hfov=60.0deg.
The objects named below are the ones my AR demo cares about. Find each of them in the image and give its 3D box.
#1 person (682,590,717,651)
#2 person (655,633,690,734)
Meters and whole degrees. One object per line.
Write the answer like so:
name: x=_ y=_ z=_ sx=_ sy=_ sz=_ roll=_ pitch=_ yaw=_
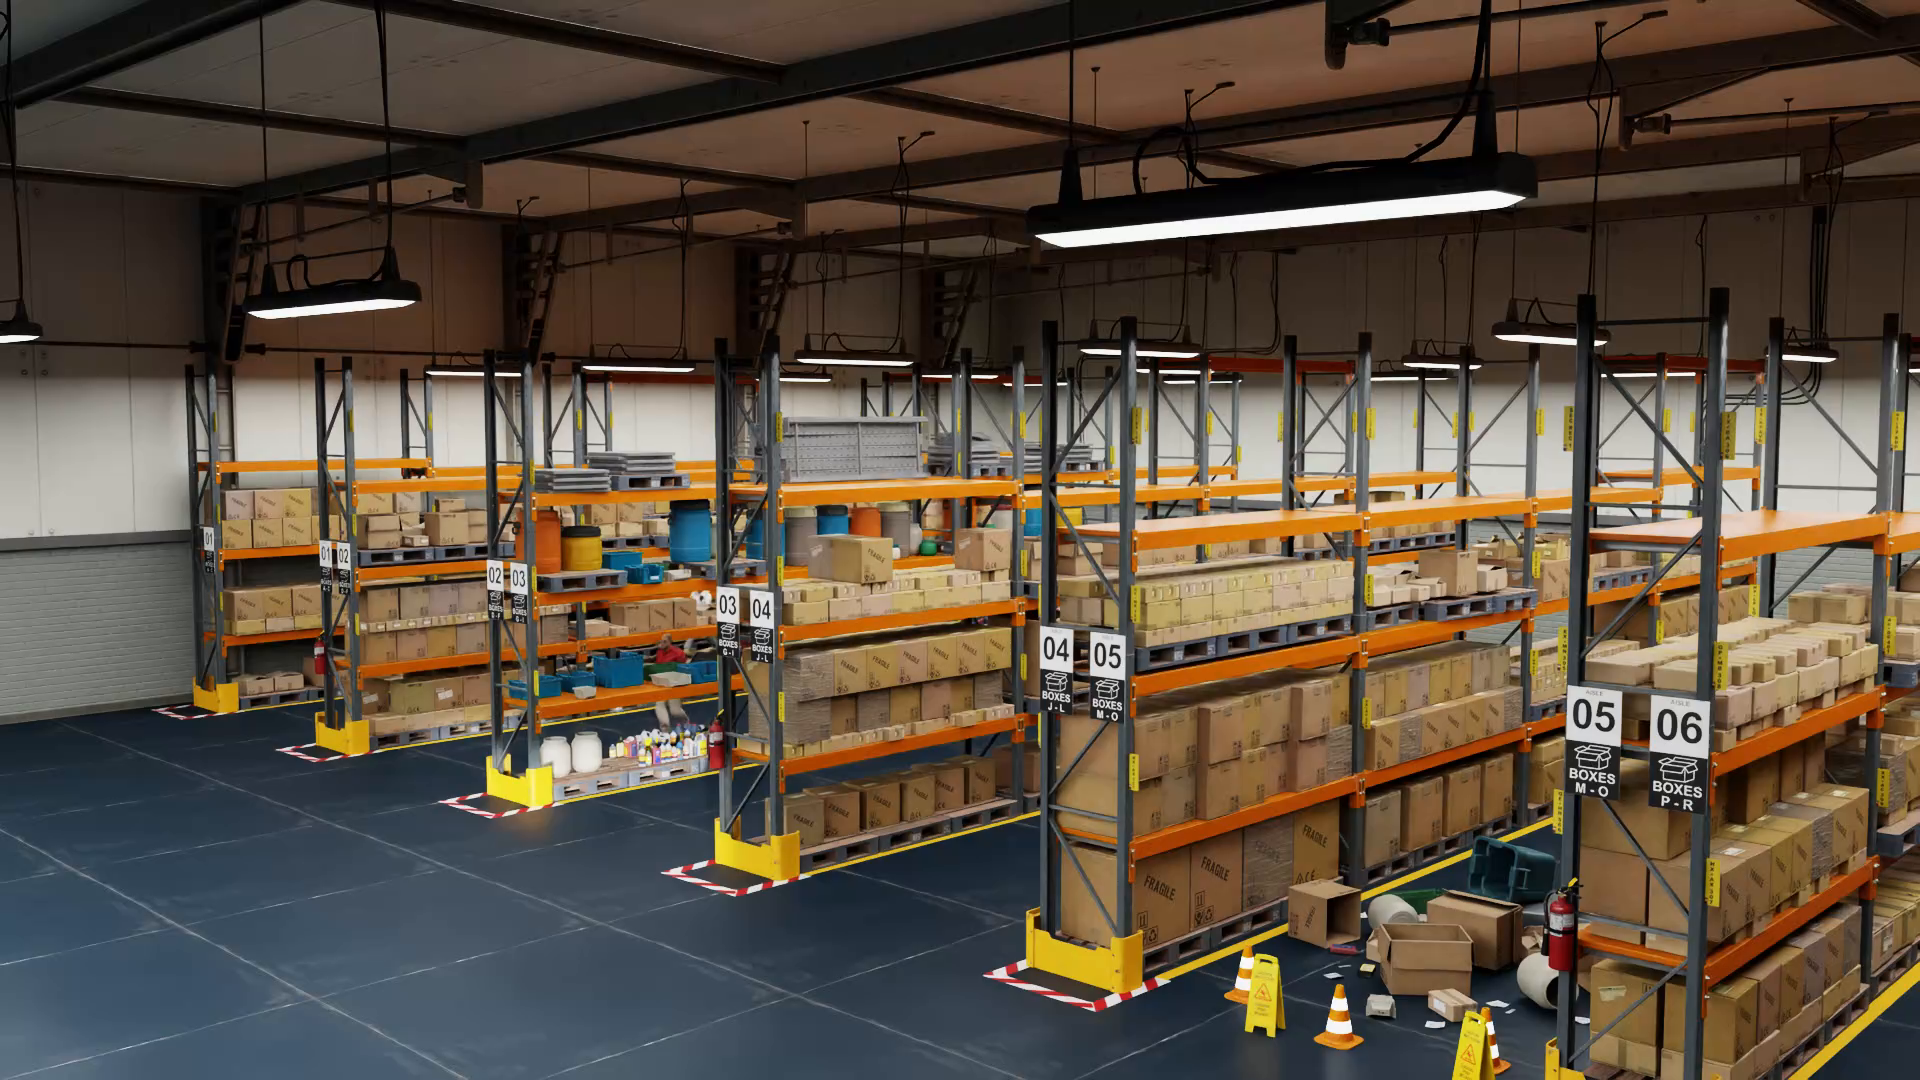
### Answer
person: x=-5.461 y=1.641 z=34.461 sx=0.635 sy=1.706 sz=1.055 roll=3 pitch=5 yaw=34
person: x=-4.557 y=2.307 z=26.289 sx=0.634 sy=1.707 sz=0.608 roll=2 pitch=5 yaw=27
